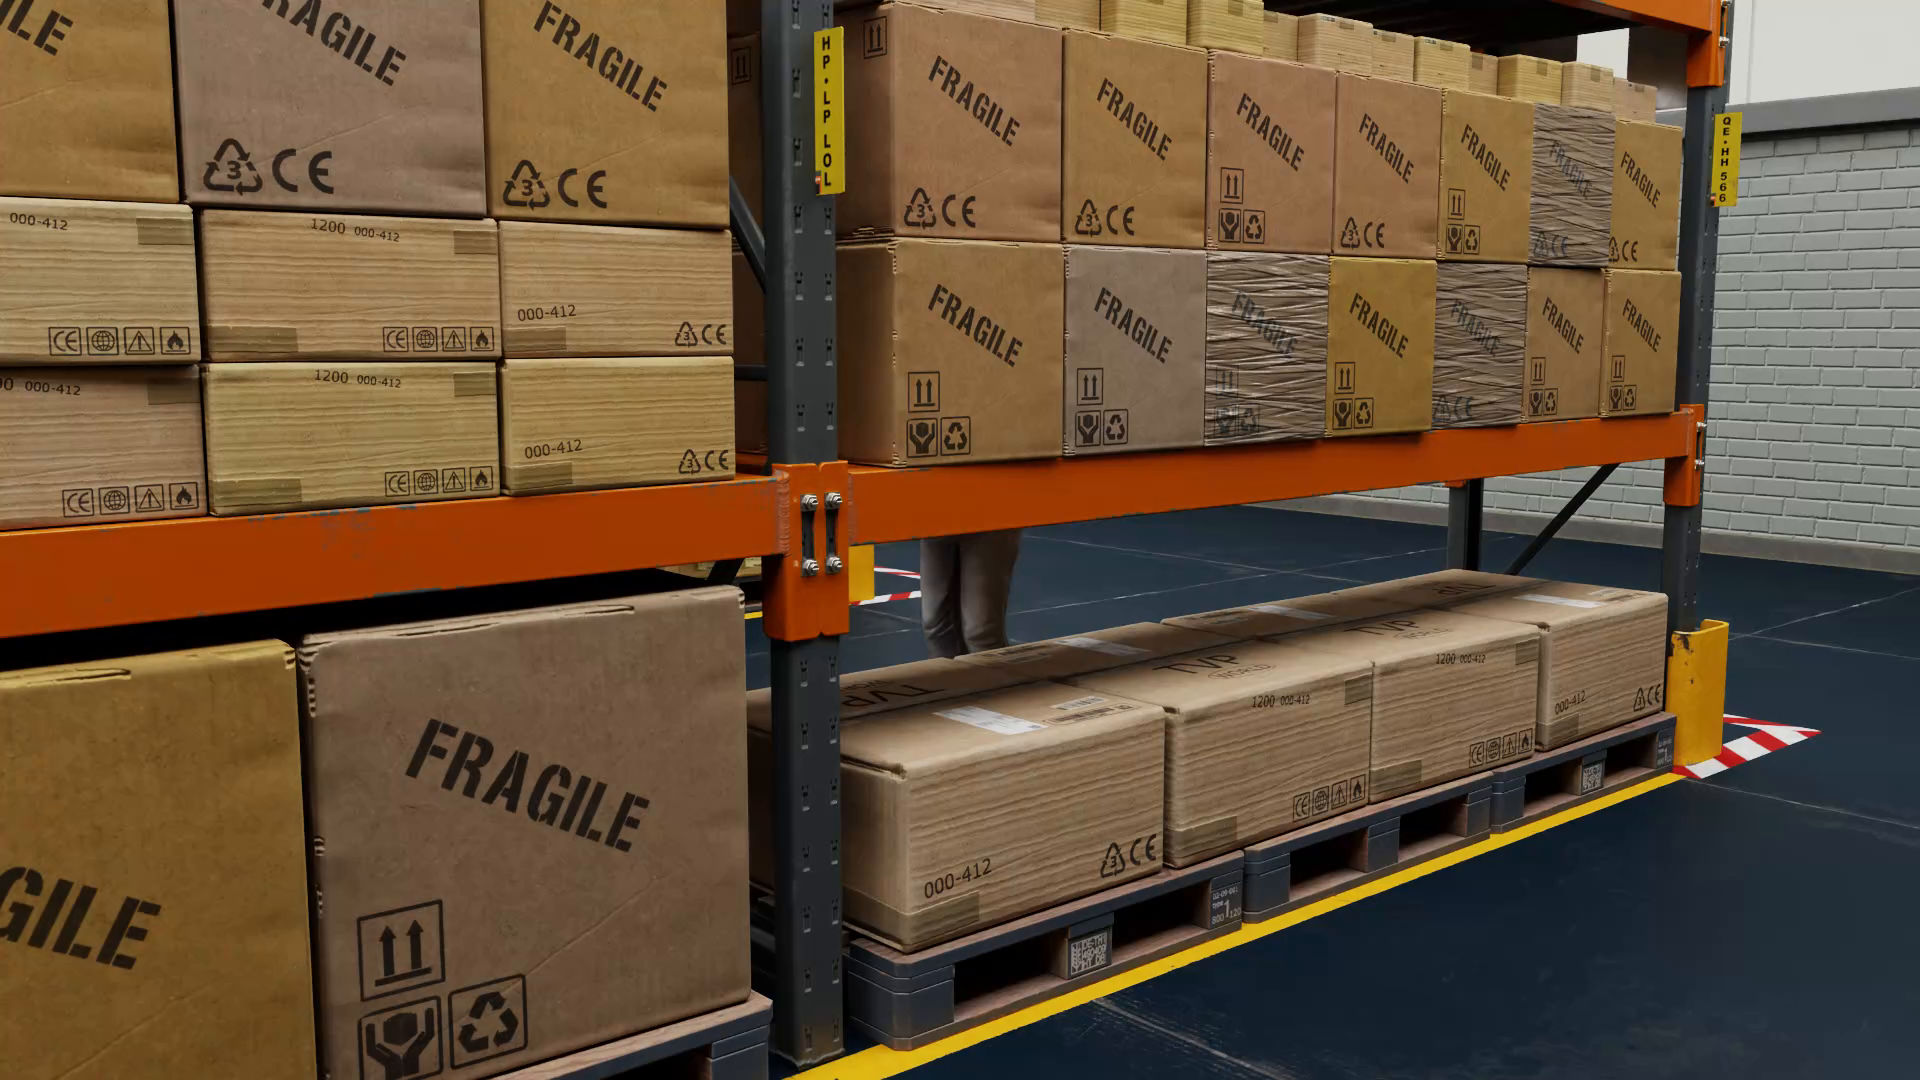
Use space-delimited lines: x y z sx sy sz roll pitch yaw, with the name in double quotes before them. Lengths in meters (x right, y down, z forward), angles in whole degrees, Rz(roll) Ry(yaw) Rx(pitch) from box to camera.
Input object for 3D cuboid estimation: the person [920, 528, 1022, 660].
"person" -0.018 -0.064 6.206 0.552 1.762 0.494 -6 10 -40
